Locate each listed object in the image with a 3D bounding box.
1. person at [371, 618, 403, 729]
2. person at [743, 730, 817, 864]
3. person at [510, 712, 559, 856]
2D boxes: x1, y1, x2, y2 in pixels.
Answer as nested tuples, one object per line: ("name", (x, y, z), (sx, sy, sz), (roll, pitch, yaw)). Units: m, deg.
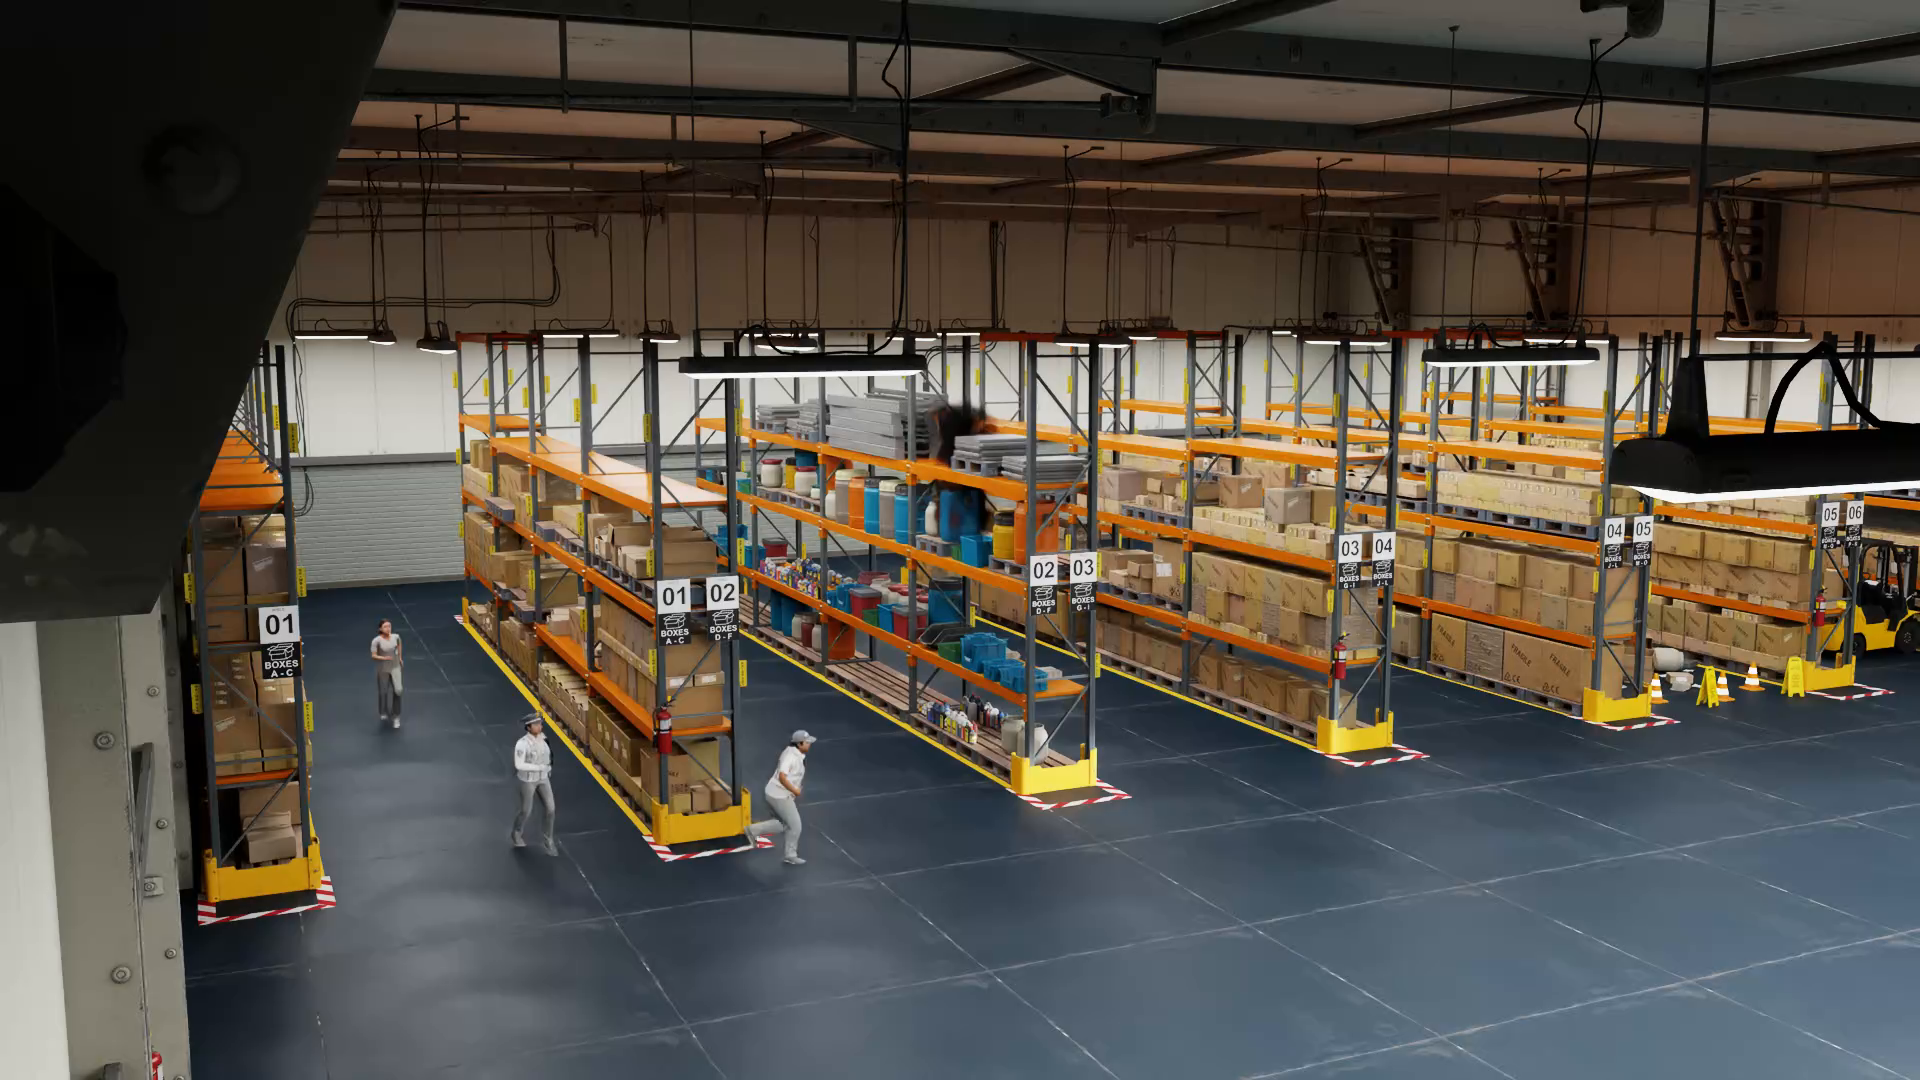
("person", (-8.837, 2.052, 25.693), (0.513, 1.713, 0.818), (-4, 9, -30))
("person", (-2.068, 2.992, 19.218), (0.830, 1.618, 0.602), (0, 8, 3))
("person", (-5.029, 2.879, 19.623), (0.745, 1.762, 0.612), (6, 10, 38))
